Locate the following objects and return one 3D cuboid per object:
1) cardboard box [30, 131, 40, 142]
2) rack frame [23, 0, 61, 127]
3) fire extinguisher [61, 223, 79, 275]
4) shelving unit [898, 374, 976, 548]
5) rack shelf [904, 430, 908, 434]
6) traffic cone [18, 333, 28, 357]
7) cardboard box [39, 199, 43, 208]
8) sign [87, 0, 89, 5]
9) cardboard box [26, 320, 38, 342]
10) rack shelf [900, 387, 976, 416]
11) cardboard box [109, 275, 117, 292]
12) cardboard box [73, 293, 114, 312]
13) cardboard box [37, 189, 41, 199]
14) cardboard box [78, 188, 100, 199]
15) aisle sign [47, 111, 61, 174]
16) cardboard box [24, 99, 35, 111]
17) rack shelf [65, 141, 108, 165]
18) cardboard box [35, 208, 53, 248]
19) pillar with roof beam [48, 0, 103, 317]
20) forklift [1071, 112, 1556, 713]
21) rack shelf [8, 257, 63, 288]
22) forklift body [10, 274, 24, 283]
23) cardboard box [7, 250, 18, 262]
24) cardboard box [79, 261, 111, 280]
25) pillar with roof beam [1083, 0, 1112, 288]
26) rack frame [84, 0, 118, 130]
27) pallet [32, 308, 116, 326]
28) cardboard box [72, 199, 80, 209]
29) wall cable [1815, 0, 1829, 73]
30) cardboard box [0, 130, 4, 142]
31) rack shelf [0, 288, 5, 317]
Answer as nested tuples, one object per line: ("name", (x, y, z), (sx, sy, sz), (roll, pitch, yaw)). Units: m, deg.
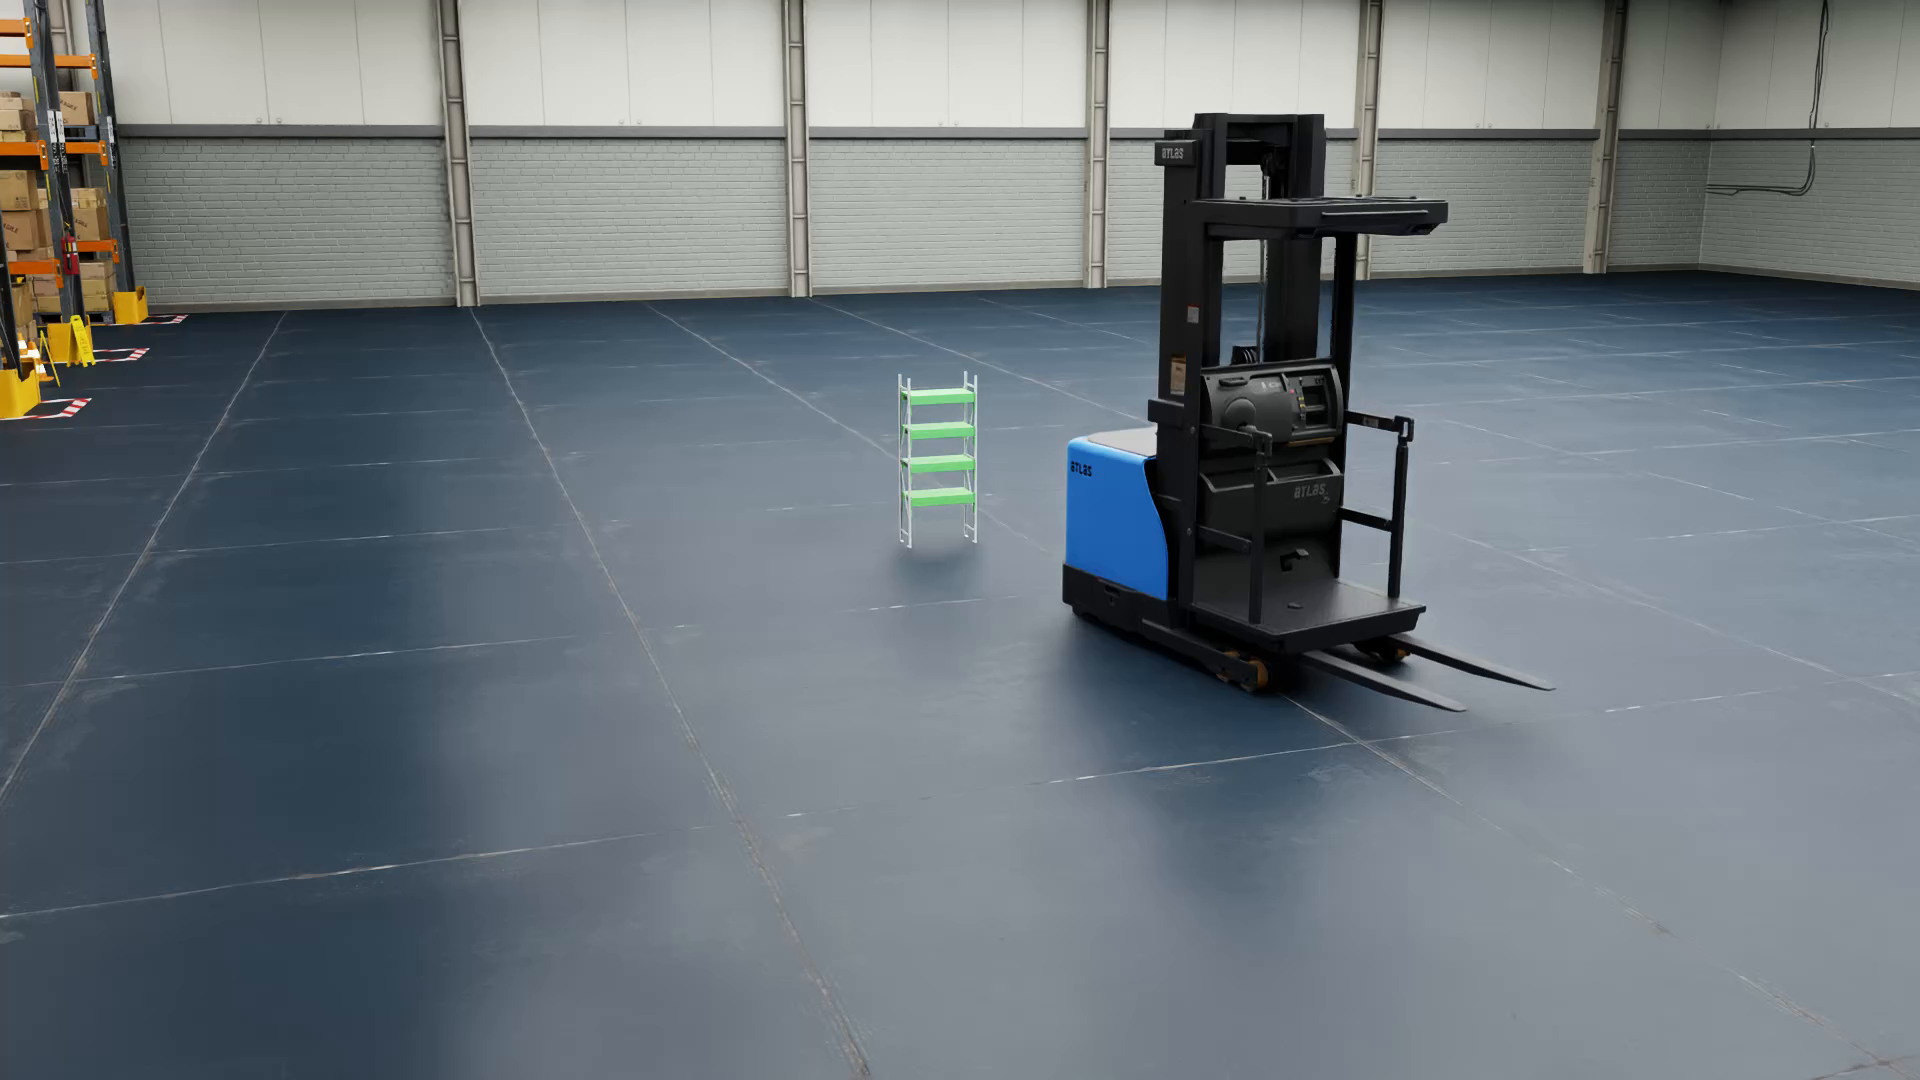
("cardboard box", (-12.264, -5.311, 21.889), (0.250, 0.149, 0.380), (-4, 14, -18))
("rack frame", (-11.846, -6.846, 21.317), (0.127, 3.000, 1.000), (-4, 14, -18))
("fire extinguisher", (-11.590, -3.797, 21.630), (0.183, 0.674, 0.296), (-4, 14, -18))
("shelving unit", (-0.162, -0.571, 11.789), (0.492, 1.200, 0.258), (-4, 14, -18))
("rack shelf", (-0.157, -0.771, 11.744), (0.442, 0.029, 0.199), (-4, 14, -18))
("traffic cone", (-11.842, -2.379, 20.982), (0.334, 0.463, 0.336), (-4, 14, -18))
("cardboard box", (-14.408, -5.246, 25.937), (0.250, 0.149, 0.380), (-5, 14, -18))
("sign", (-13.273, -8.307, 25.270), (0.005, 0.325, 0.100), (-4, 14, -18))
("cardboard box", (-12.699, -2.795, 22.285), (0.500, 0.250, 0.500), (-5, 14, -19))
("rack shelf", (-0.157, -0.976, 11.695), (0.480, 0.148, 0.258), (-4, 14, -18))
("cardboard box", (-13.944, -4.137, 26.844), (0.500, 0.250, 0.500), (-4, 14, -17))
("cardboard box", (-13.777, -3.779, 26.419), (0.500, 0.250, 0.500), (-4, 14, -18))
("cardboard box", (-14.428, -5.400, 25.940), (0.250, 0.149, 0.380), (-4, 14, -18))
("cardboard box", (-13.705, -5.452, 26.160), (0.250, 0.149, 0.380), (-4, 14, -18))
("aisle sign", (-11.695, -5.133, 21.462), (0.004, 0.787, 0.394), (-4, 14, -18))
("cardboard box", (-12.248, -5.671, 21.678), (0.250, 0.149, 0.380), (-5, 14, -18))
("rack shelf", (-15.328, -5.978, 25.702), (4.000, 0.370, 1.077), (-4, 14, -18))
("cardboard box", (-12.383, -4.147, 22.074), (0.500, 0.500, 0.500), (-5, 14, -19))
("pillar with roof beam", (-17.738, -6.442, 19.617), (11.283, 9.000, 11.773), (-4, 14, -18))
("forklift", (1.808, -0.756, 8.825), (1.121, 2.935, 3.031), (-8, 16, -30))
("rack shelf", (-13.741, -3.430, 21.474), (4.000, 0.370, 1.077), (-4, 14, -18))
("forklift body", (-14.648, -4.063, 24.414), (1.214, 2.155, 2.313), (-4, 14, -18))
("cardboard box", (-12.337, -3.688, 21.546), (0.250, 0.149, 0.380), (-5, 14, -19))
("cardboard box", (-13.769, -4.267, 26.310), (0.500, 0.250, 0.500), (-4, 14, -16))
("pillar with roof beam", (4.053, -8.465, 28.123), (0.400, 9.000, 9.100), (-4, 14, -18))
("rack frame", (-13.432, -7.935, 25.892), (0.127, 3.000, 1.000), (-4, 14, -18))
("pallet", (-14.144, -3.594, 26.633), (1.213, 0.211, 1.003), (-4, 14, -18))
("cardboard box", (-13.904, -5.268, 26.027), (0.250, 0.149, 0.380), (-4, 14, -17))
("wall cable", (18.130, -10.575, 32.791), (0.112, 2.526, 3.097), (-4, 14, -18))
("cardboard box", (-12.320, -5.151, 21.217), (0.250, 0.149, 0.380), (-4, 14, -18))
("rack shelf", (-12.067, -2.352, 16.941), (4.000, 0.370, 1.077), (-4, 14, -18))
